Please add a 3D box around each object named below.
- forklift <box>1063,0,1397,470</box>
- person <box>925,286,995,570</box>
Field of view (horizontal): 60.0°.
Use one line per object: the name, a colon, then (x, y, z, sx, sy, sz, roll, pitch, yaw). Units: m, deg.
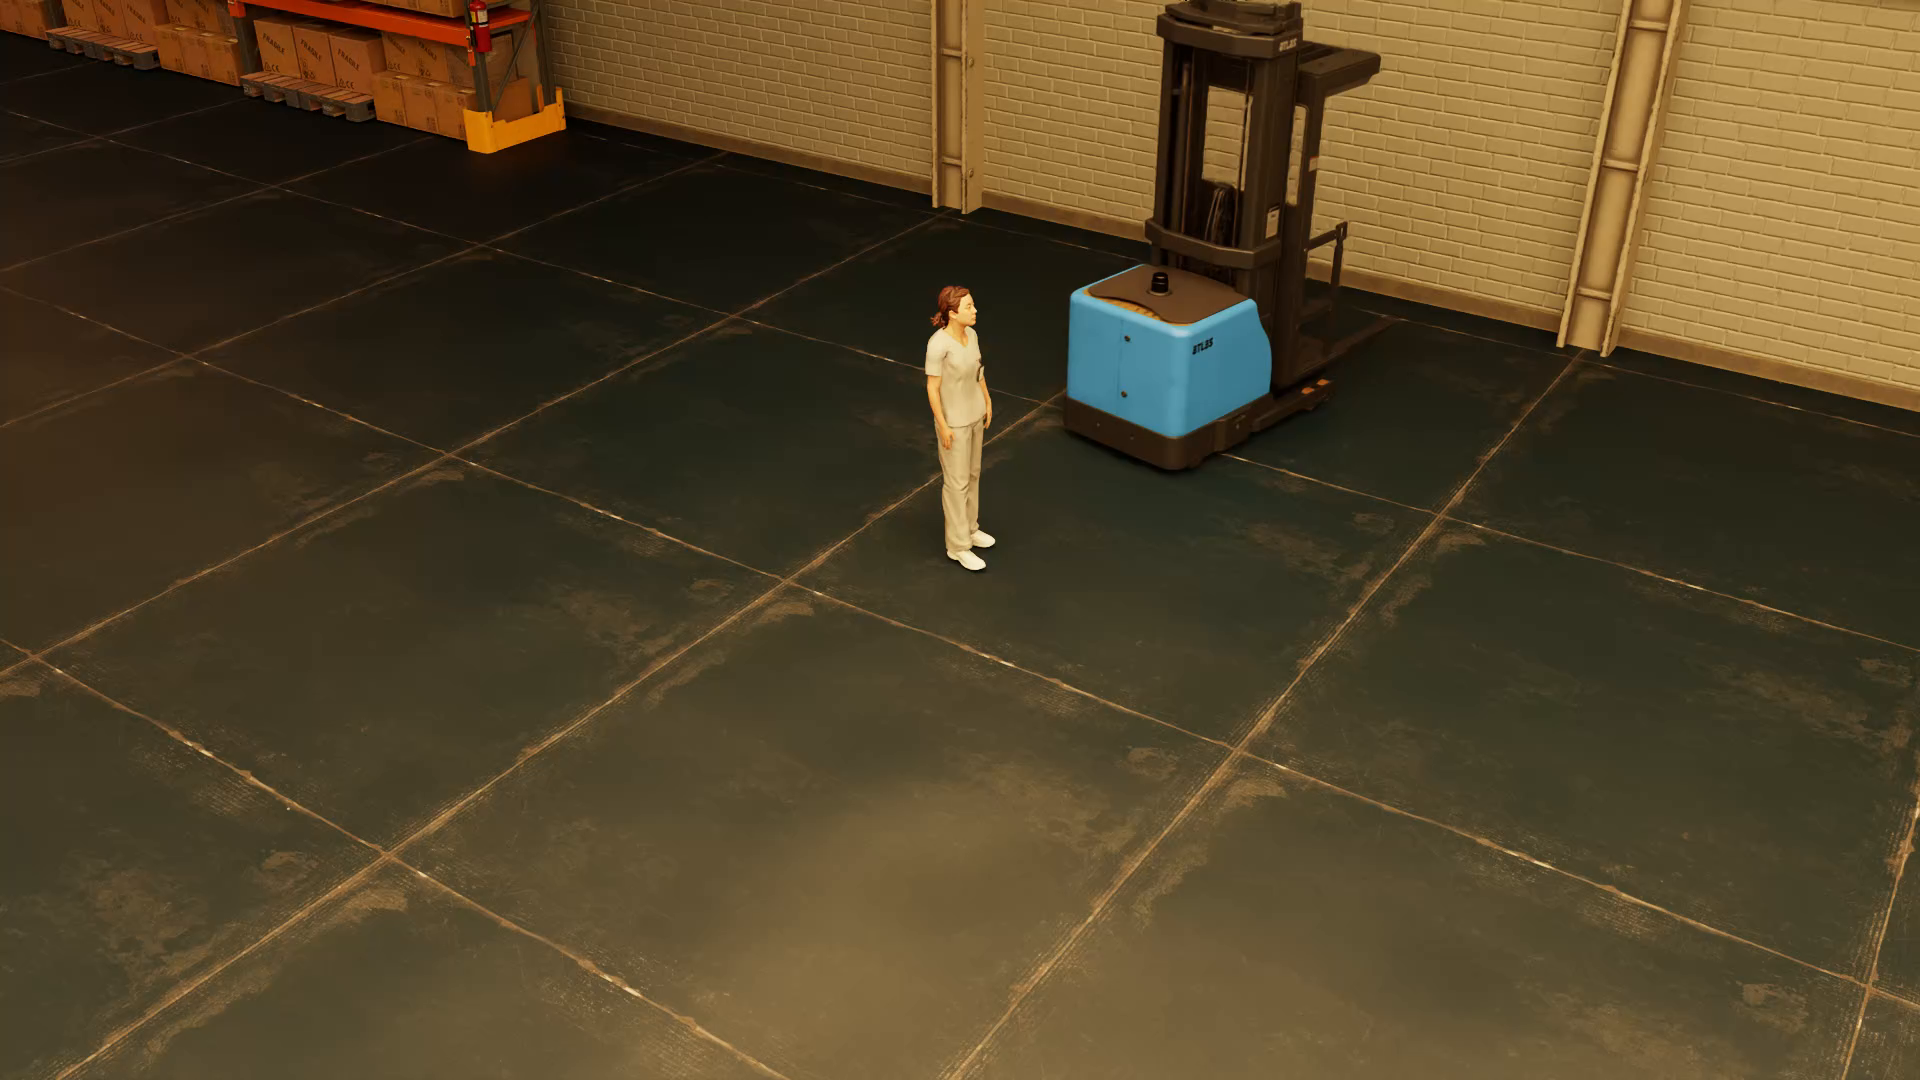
forklift: (2.125, -2.376, 11.673, 1.130, 2.935, 3.031, 26, 39, 37)
person: (0.054, -0.705, 10.031, 0.549, 1.675, 0.550, 19, 35, 29)
